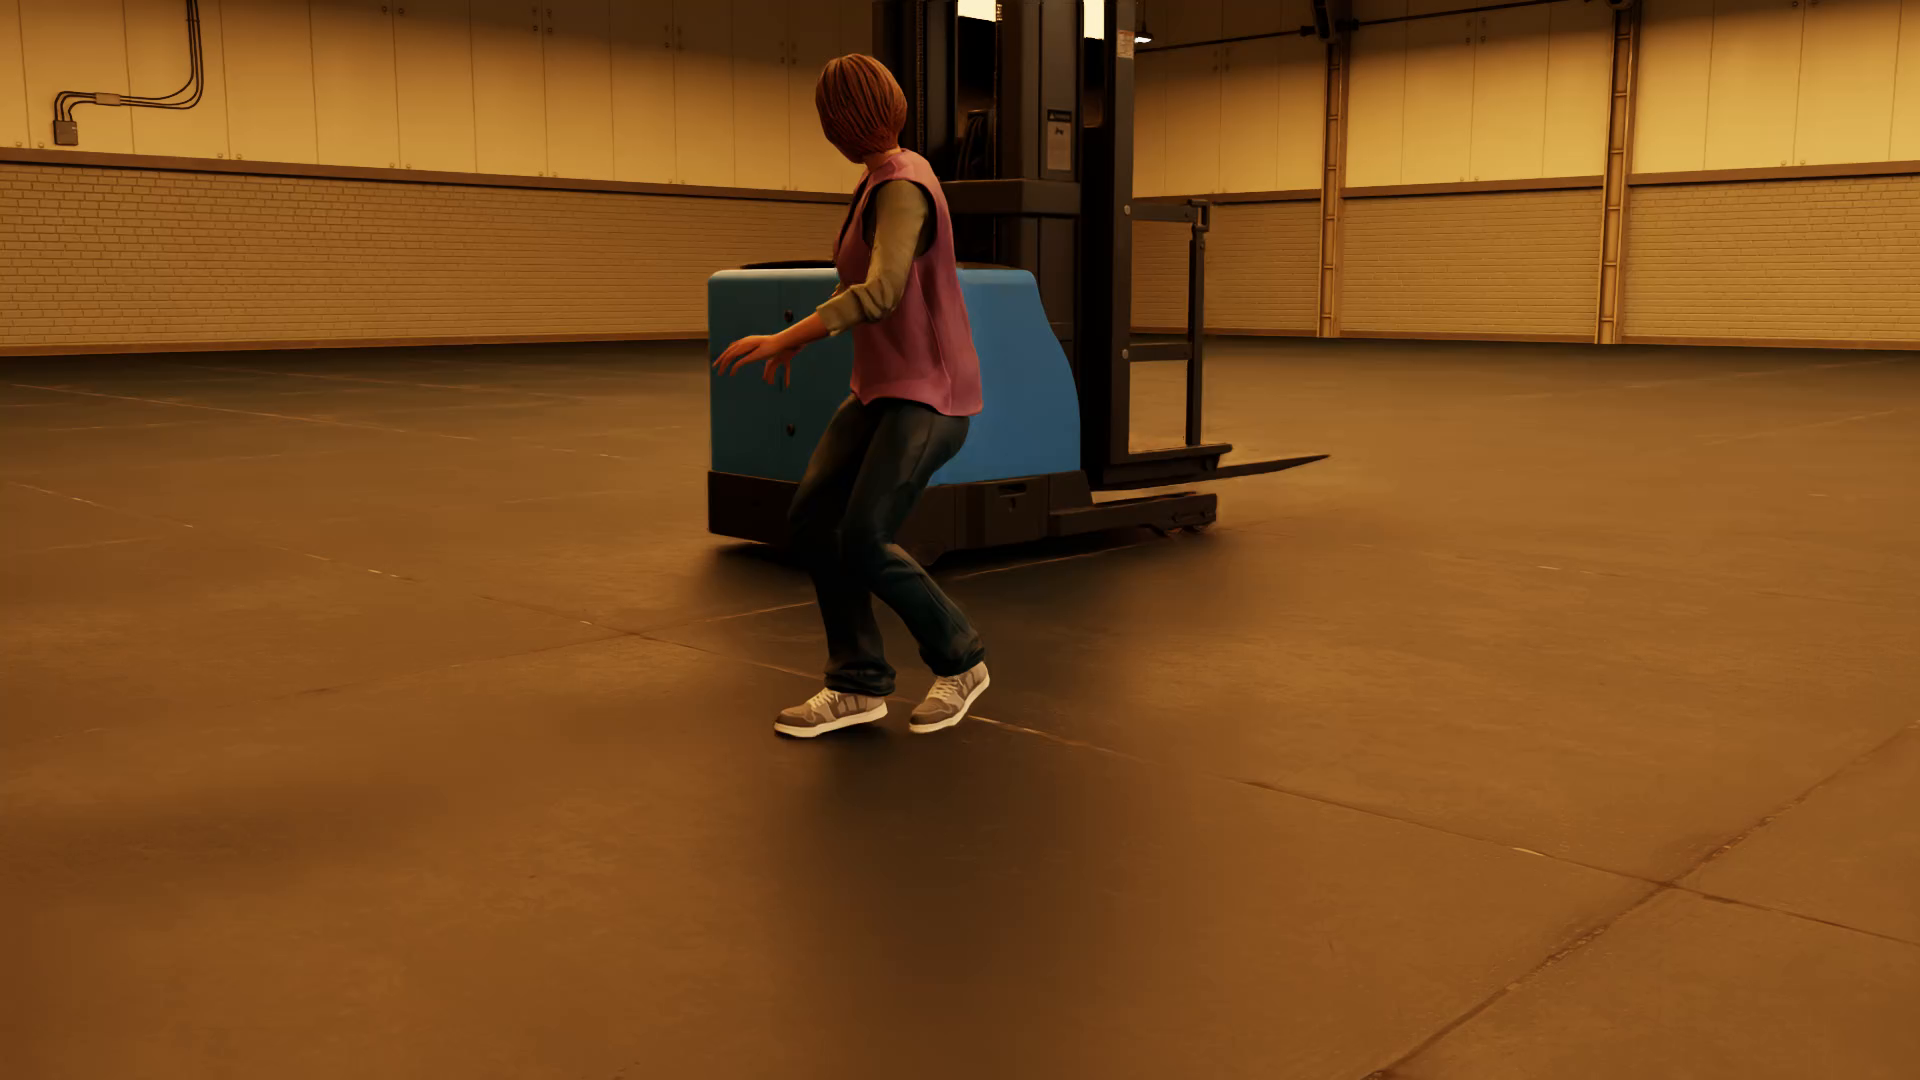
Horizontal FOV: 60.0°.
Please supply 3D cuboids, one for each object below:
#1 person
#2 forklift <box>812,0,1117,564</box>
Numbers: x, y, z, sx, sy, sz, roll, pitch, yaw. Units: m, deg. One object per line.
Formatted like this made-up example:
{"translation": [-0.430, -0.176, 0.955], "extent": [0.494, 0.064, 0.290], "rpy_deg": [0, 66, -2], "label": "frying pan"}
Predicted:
{"translation": [-0.192, -0.325, 3.591], "extent": [0.452, 1.581, 0.621], "rpy_deg": [-1, 9, -7], "label": "person"}
{"translation": [-0.060, -1.542, 7.113], "extent": [1.130, 2.935, 3.031], "rpy_deg": [-1, 9, -4], "label": "forklift"}
